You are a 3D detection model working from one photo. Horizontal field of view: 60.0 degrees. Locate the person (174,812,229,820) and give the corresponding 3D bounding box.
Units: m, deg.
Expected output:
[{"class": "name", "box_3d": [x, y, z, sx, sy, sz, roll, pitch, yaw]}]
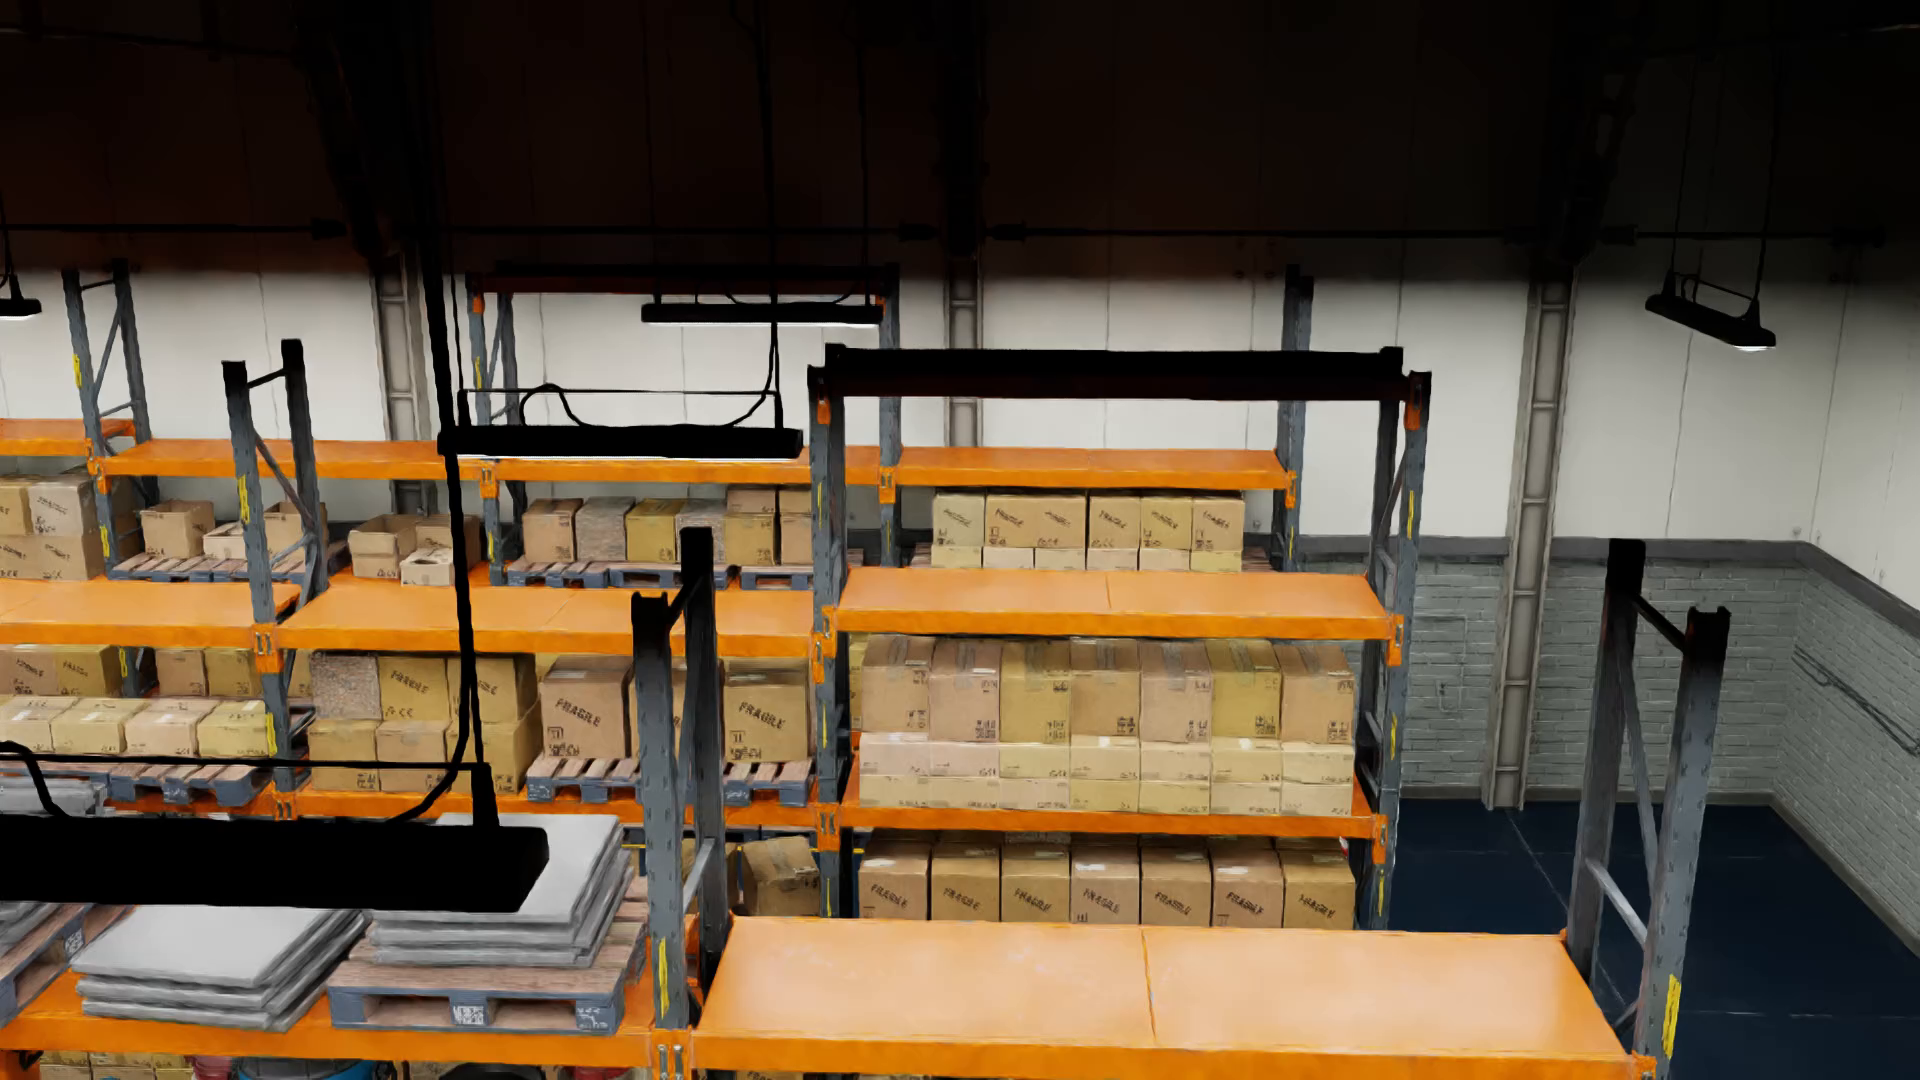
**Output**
[{"class": "person", "box_3d": [-7.302, 2.760, 15.990, 1.037, 1.707, 0.536, -2, 16, -6]}]
